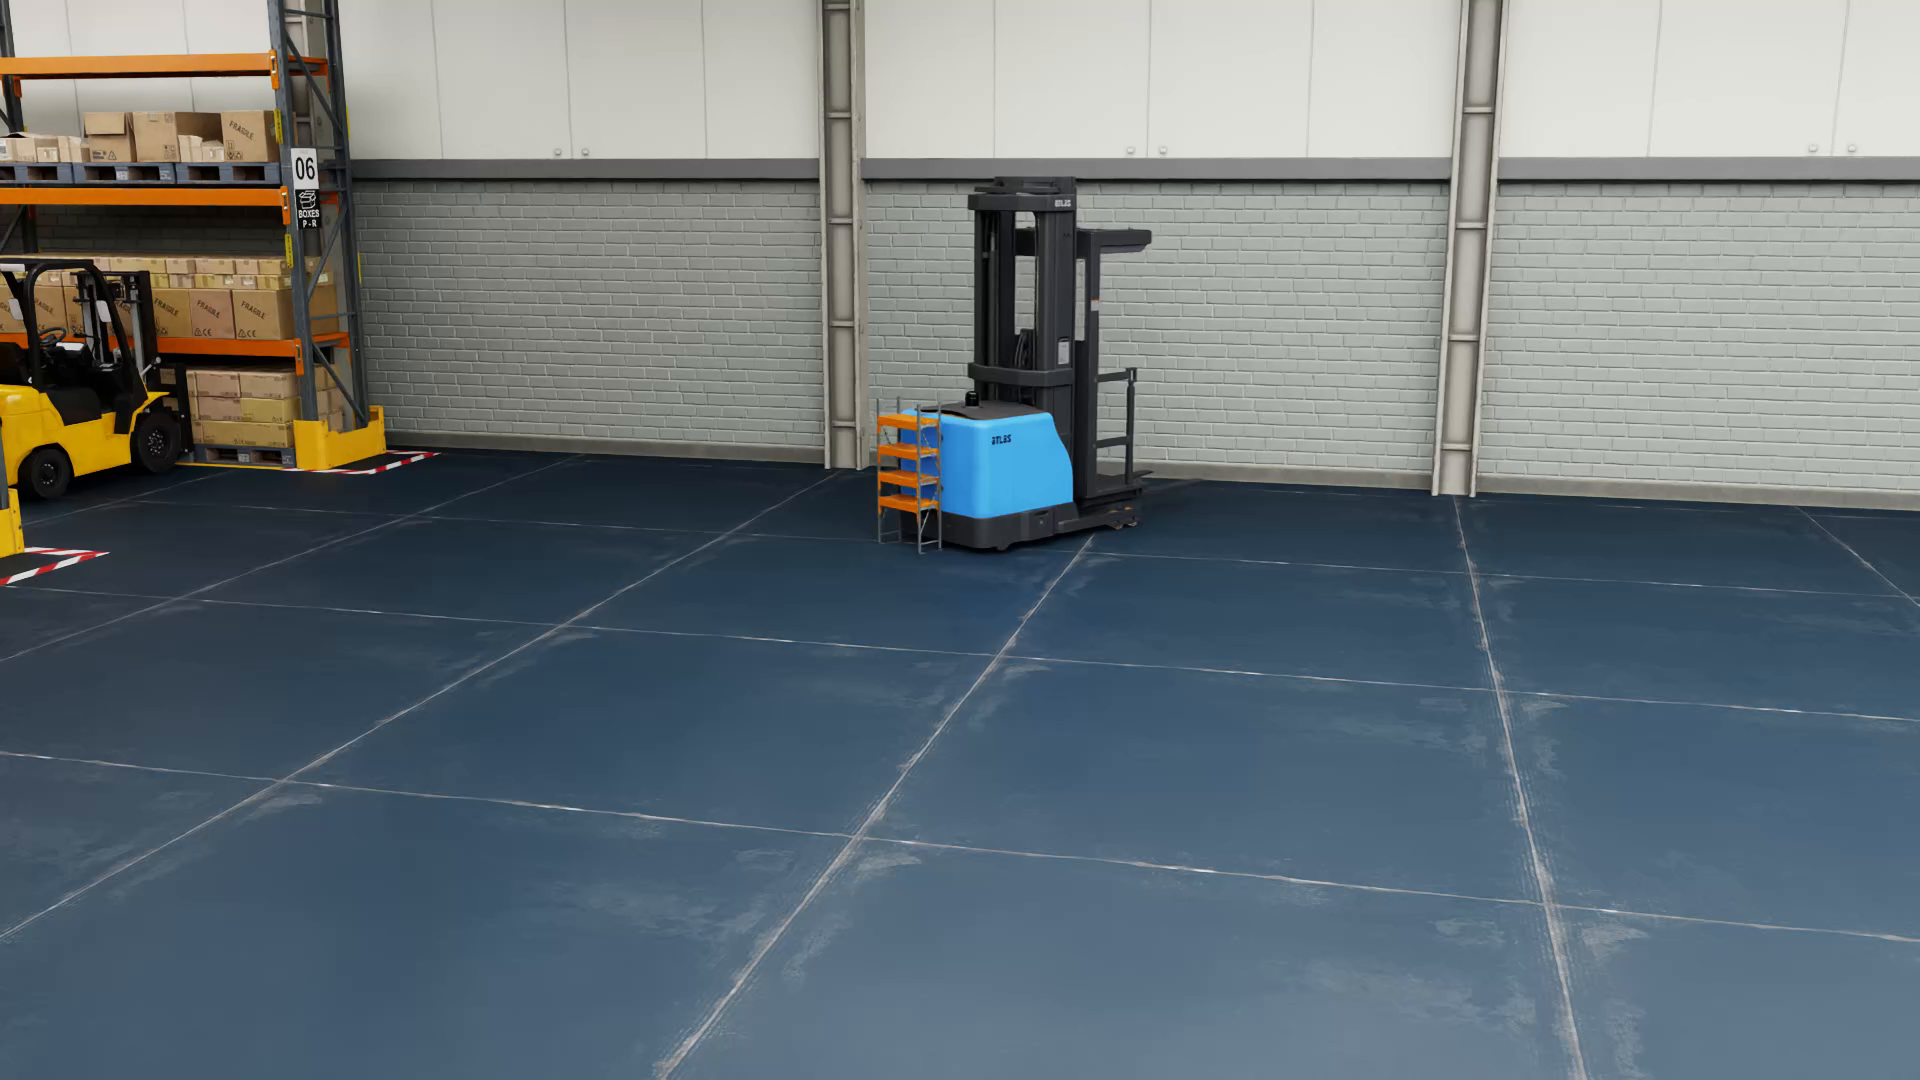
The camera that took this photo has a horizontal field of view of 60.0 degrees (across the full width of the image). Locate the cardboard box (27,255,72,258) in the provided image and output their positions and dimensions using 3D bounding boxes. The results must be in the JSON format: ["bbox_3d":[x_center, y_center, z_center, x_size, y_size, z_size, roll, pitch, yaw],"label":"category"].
[{"bbox_3d":[-9.646,-2.939,17.641,0.250,0.149,0.380,3,13,12],"label":"cardboard box"}]

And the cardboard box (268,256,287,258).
[{"bbox_3d":[-7.044,-2.906,17.490,0.250,0.149,0.380,4,13,15],"label":"cardboard box"}]

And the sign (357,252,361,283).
[{"bbox_3d":[-6.387,-2.883,17.624,0.005,0.325,0.100,3,13,14],"label":"sign"}]

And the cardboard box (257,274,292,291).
[{"bbox_3d":[-6.930,-2.630,16.936,0.250,0.149,0.380,3,13,14],"label":"cardboard box"}]

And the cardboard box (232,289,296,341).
[{"bbox_3d":[-7.067,-2.325,17.057,0.500,0.500,0.500,3,13,12],"label":"cardboard box"}]

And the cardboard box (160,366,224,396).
[{"bbox_3d":[-8.037,-1.664,17.380,0.500,0.250,0.500,3,13,14],"label":"cardboard box"}]

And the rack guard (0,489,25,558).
[{"bbox_3d":[-7.786,-0.045,12.784,0.348,0.500,1.175,3,13,14],"label":"rack guard"}]

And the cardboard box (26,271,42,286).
[{"bbox_3d":[-9.652,-2.786,17.638,0.250,0.149,0.380,3,13,13],"label":"cardboard box"}]

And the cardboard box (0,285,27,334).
[{"bbox_3d":[-10.041,-2.484,17.775,0.500,0.500,0.500,3,13,12],"label":"cardboard box"}]

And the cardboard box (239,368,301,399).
[{"bbox_3d":[-7.048,-1.615,17.157,0.500,0.250,0.500,4,13,15],"label":"cardboard box"}]

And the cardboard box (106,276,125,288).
[{"bbox_3d":[-8.667,-2.723,17.351,0.250,0.149,0.380,3,13,12],"label":"cardboard box"}]

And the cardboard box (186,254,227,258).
[{"bbox_3d":[-8.036,-2.969,17.775,0.250,0.149,0.380,3,13,12],"label":"cardboard box"}]

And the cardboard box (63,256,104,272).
[{"bbox_3d":[-9.162,-2.896,17.448,0.250,0.149,0.380,3,13,13],"label":"cardboard box"}]

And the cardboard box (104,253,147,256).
[{"bbox_3d":[-9.028,-3.021,18.009,0.250,0.149,0.380,3,13,13],"label":"cardboard box"}]

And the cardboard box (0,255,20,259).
[{"bbox_3d":[-10.171,-2.945,17.668,0.250,0.149,0.380,3,13,15],"label":"cardboard box"}]

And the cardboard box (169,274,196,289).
[{"bbox_3d":[-7.931,-2.683,17.172,0.250,0.149,0.380,3,13,12],"label":"cardboard box"}]

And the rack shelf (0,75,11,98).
[{"bbox_3d":[-12.351,-4.999,18.076,4.000,0.370,1.077,3,13,14],"label":"rack shelf"}]

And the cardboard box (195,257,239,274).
[{"bbox_3d":[-7.656,-2.833,17.164,0.250,0.149,0.380,3,13,14],"label":"cardboard box"}]

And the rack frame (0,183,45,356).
[{"bbox_3d":[-10.410,-2.513,18.137,0.127,3.000,1.000,3,13,14],"label":"rack frame"}]

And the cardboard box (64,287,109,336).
[{"bbox_3d":[-9.040,-2.435,17.551,0.500,0.500,0.500,3,13,13],"label":"cardboard box"}]

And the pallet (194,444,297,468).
[{"bbox_3d":[-7.279,-0.975,17.642,1.213,0.211,1.003,3,13,14],"label":"pallet"}]

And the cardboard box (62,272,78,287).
[{"bbox_3d":[-9.176,-2.744,17.447,0.250,0.149,0.380,3,13,13],"label":"cardboard box"}]

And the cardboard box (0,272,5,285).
[{"bbox_3d":[-10.163,-2.807,17.732,0.250,0.149,0.380,3,13,13],"label":"cardboard box"}]

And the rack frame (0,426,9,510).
[{"bbox_3d":[-7.712,-1.262,12.496,0.127,3.000,1.000,3,13,14],"label":"rack frame"}]

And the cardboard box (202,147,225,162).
[{"bbox_3d":[-7.403,-3.880,16.753,0.250,0.149,0.380,3,13,12],"label":"cardboard box"}]

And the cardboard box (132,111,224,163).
[{"bbox_3d":[-7.985,-4.119,17.016,0.500,0.500,0.700,3,13,14],"label":"cardboard box"}]

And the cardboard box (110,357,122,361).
[{"bbox_3d":[-9.390,-1.856,18.245,0.500,0.250,0.500,3,13,13],"label":"cardboard box"}]

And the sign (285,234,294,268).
[{"bbox_3d":[-6.670,-2.873,16.539,0.005,0.325,0.100,3,13,14],"label":"sign"}]

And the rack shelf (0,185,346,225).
[{"bbox_3d":[-8.468,-3.523,17.422,4.000,0.370,1.077,3,13,14],"label":"rack shelf"}]

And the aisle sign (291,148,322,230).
[{"bbox_3d":[-6.533,-3.510,16.626,0.004,0.787,0.394,3,13,14],"label":"aisle sign"}]

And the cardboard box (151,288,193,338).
[{"bbox_3d":[-8.066,-2.380,17.306,0.500,0.500,0.500,3,13,12],"label":"cardboard box"}]

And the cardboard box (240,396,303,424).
[{"bbox_3d":[-7.074,-1.372,17.217,0.500,0.250,0.500,3,13,13],"label":"cardboard box"}]

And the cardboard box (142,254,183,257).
[{"bbox_3d":[-8.553,-2.978,17.816,0.250,0.149,0.380,3,13,15],"label":"cardboard box"}]

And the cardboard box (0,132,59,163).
[{"bbox_3d":[-9.660,-4.094,17.340,0.500,0.311,0.500,3,13,15],"label":"cardboard box"}]

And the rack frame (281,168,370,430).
[{"bbox_3d":[-6.526,-2.306,17.201,0.127,3.000,1.000,3,13,14],"label":"rack frame"}]

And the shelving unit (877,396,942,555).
[{"bbox_3d":[-0.408,-0.524,13.326,0.258,1.200,0.503,-12,17,-42],"label":"shelving unit"}]

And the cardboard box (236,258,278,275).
[{"bbox_3d":[-7.171,-2.797,17.000,0.250,0.149,0.380,3,13,14],"label":"cardboard box"}]

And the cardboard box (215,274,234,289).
[{"bbox_3d":[-7.422,-2.664,17.086,0.250,0.149,0.380,3,13,15],"label":"cardboard box"}]

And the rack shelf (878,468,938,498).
[{"bbox_3d":[-0.408,-0.459,13.341,0.258,0.148,0.480,-12,17,-42],"label":"rack shelf"}]

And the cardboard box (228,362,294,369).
[{"bbox_3d":[-7.433,-1.746,17.751,0.500,0.250,0.500,3,13,14],"label":"cardboard box"}]

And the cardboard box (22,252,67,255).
[{"bbox_3d":[-10.027,-3.071,18.235,0.250,0.149,0.380,3,13,14],"label":"cardboard box"}]

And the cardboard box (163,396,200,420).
[{"bbox_3d":[-8.064,-1.423,17.445,0.500,0.250,0.500,3,13,12],"label":"cardboard box"}]

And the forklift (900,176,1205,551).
[{"bbox_3d":[0.911,-1.591,14.139,3.031,2.935,1.130,-12,17,-42],"label":"forklift"}]

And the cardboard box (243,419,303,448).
[{"bbox_3d":[-7.058,-1.126,17.264,0.500,0.250,0.500,3,13,14],"label":"cardboard box"}]

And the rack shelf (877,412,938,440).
[{"bbox_3d":[-0.408,-0.908,13.241,0.258,0.148,0.480,-12,17,-42],"label":"rack shelf"}]

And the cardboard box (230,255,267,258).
[{"bbox_3d":[-7.543,-2.926,17.583,0.250,0.149,0.380,3,13,14],"label":"cardboard box"}]

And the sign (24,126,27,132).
[{"bbox_3d":[-10.278,-4.386,18.274,0.005,0.325,0.100,3,13,14],"label":"sign"}]

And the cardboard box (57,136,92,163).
[{"bbox_3d":[-9.041,-4.025,17.135,0.258,0.266,0.396,3,13,12],"label":"cardboard box"}]

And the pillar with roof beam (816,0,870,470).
[{"bbox_3d":[-2.192,-4.244,12.085,0.400,9.000,9.100,3,13,14],"label":"pillar with roof beam"}]

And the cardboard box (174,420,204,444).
[{"bbox_3d":[-8.022,-1.182,17.515,0.500,0.250,0.500,3,13,14],"label":"cardboard box"}]

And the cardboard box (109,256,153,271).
[{"bbox_3d":[-8.655,-2.886,17.400,0.250,0.149,0.380,3,13,14],"label":"cardboard box"}]

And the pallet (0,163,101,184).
[{"bbox_3d":[-9.575,-3.896,17.647,1.213,0.211,1.003,3,13,14],"label":"pallet"}]

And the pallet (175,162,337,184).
[{"bbox_3d":[-7.206,-3.769,17.076,1.213,0.211,1.003,3,13,14],"label":"pallet"}]

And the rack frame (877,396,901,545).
[{"bbox_3d":[-0.575,-0.563,13.500,0.240,1.200,0.015,-12,17,-42],"label":"rack frame"}]

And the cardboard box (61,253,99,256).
[{"bbox_3d":[-9.533,-3.038,18.088,0.250,0.149,0.380,3,13,13],"label":"cardboard box"}]

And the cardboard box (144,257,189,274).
[{"bbox_3d":[-8.187,-2.836,17.175,0.250,0.149,0.380,3,13,15],"label":"cardboard box"}]

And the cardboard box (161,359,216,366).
[{"bbox_3d":[-8.412,-1.803,18.004,0.500,0.250,0.500,3,13,12],"label":"cardboard box"}]
